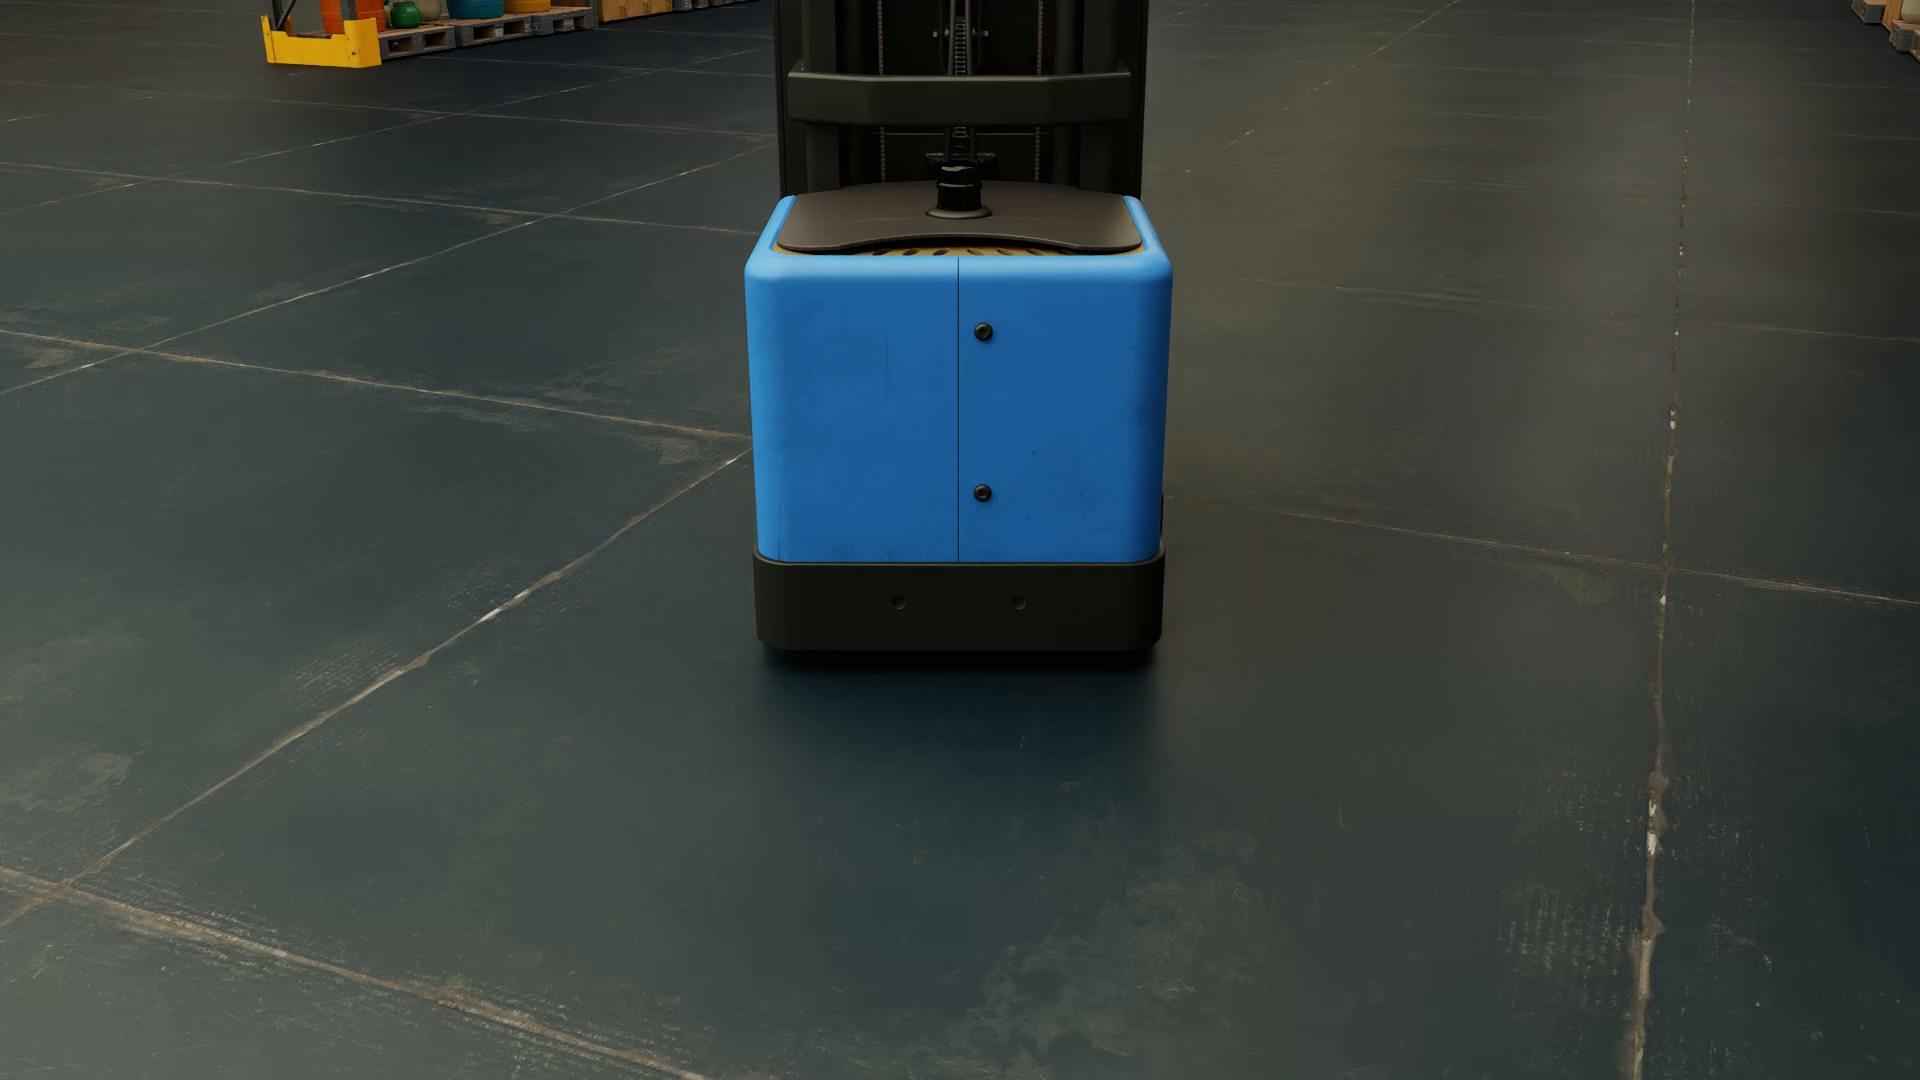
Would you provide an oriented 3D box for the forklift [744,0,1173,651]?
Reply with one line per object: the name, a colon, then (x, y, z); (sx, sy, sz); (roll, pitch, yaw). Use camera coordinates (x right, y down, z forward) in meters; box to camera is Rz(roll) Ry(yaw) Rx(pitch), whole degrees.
forklift: (0.002, -1.587, 5.089); (1.130, 2.935, 3.031); (0, 23, 0)
